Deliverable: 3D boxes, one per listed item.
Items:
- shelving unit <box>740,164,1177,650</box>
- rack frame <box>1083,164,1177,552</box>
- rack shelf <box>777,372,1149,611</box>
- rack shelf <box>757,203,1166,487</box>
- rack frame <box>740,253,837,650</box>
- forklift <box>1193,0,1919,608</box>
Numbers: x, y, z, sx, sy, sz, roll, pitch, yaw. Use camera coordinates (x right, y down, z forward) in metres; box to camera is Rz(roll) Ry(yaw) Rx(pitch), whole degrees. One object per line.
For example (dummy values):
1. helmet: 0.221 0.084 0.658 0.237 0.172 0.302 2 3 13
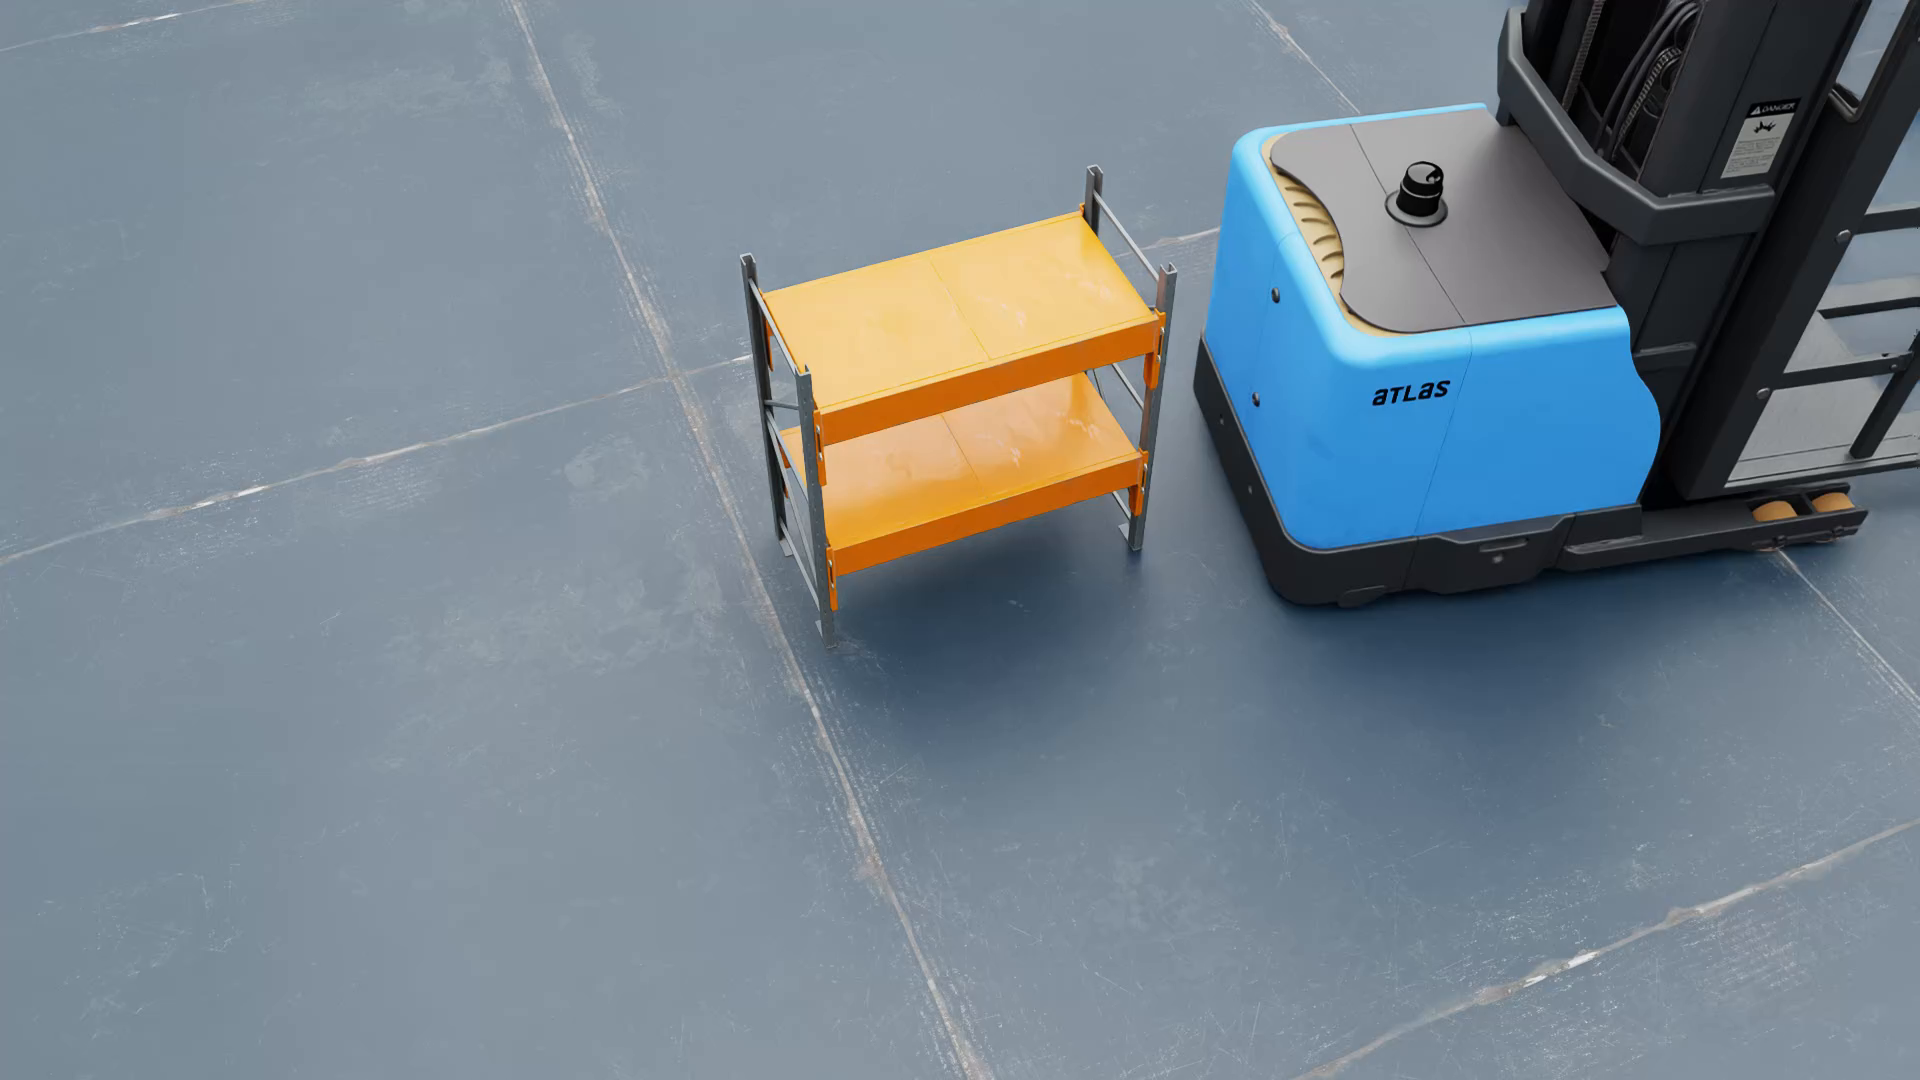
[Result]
1. shelving unit: -0.006 -0.365 4.822 1.048 1.125 0.538 -17 52 -14
2. rack frame: 0.464 -0.510 4.947 0.032 1.125 0.500 -17 52 -14
3. rack shelf: -0.006 -0.205 5.007 1.000 0.278 0.538 -17 52 -14
4. rack shelf: -0.006 -0.555 4.600 1.000 0.278 0.538 -17 52 -14
5. rack frame: -0.477 -0.219 4.696 0.032 1.125 0.500 -17 52 -14
6. forklift: 2.352 -1.307 4.441 3.031 2.935 1.130 -8 50 -7
